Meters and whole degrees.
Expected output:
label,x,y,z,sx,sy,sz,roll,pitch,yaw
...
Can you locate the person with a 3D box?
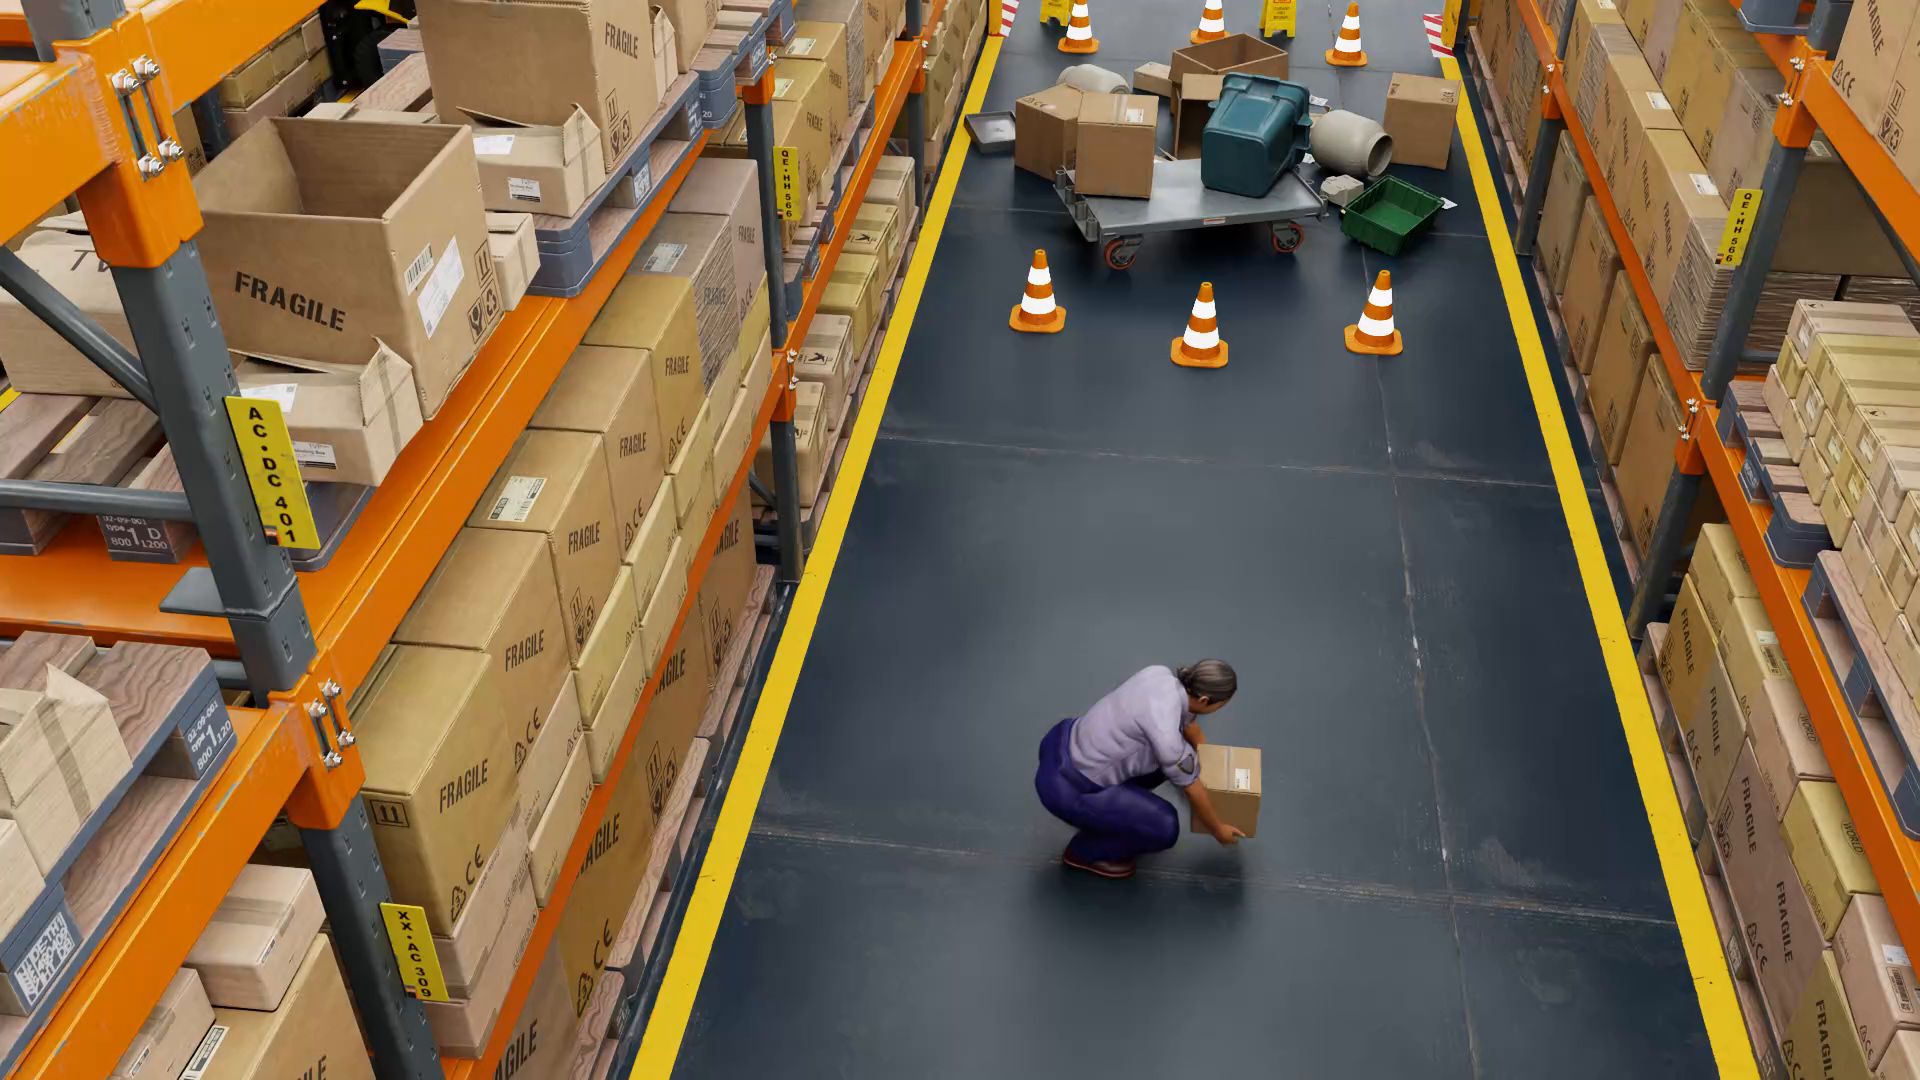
label,x,y,z,sx,sy,sz,roll,pitch,yaw
person,0.717,0.865,6.493,0.837,0.934,0.505,4,37,5
